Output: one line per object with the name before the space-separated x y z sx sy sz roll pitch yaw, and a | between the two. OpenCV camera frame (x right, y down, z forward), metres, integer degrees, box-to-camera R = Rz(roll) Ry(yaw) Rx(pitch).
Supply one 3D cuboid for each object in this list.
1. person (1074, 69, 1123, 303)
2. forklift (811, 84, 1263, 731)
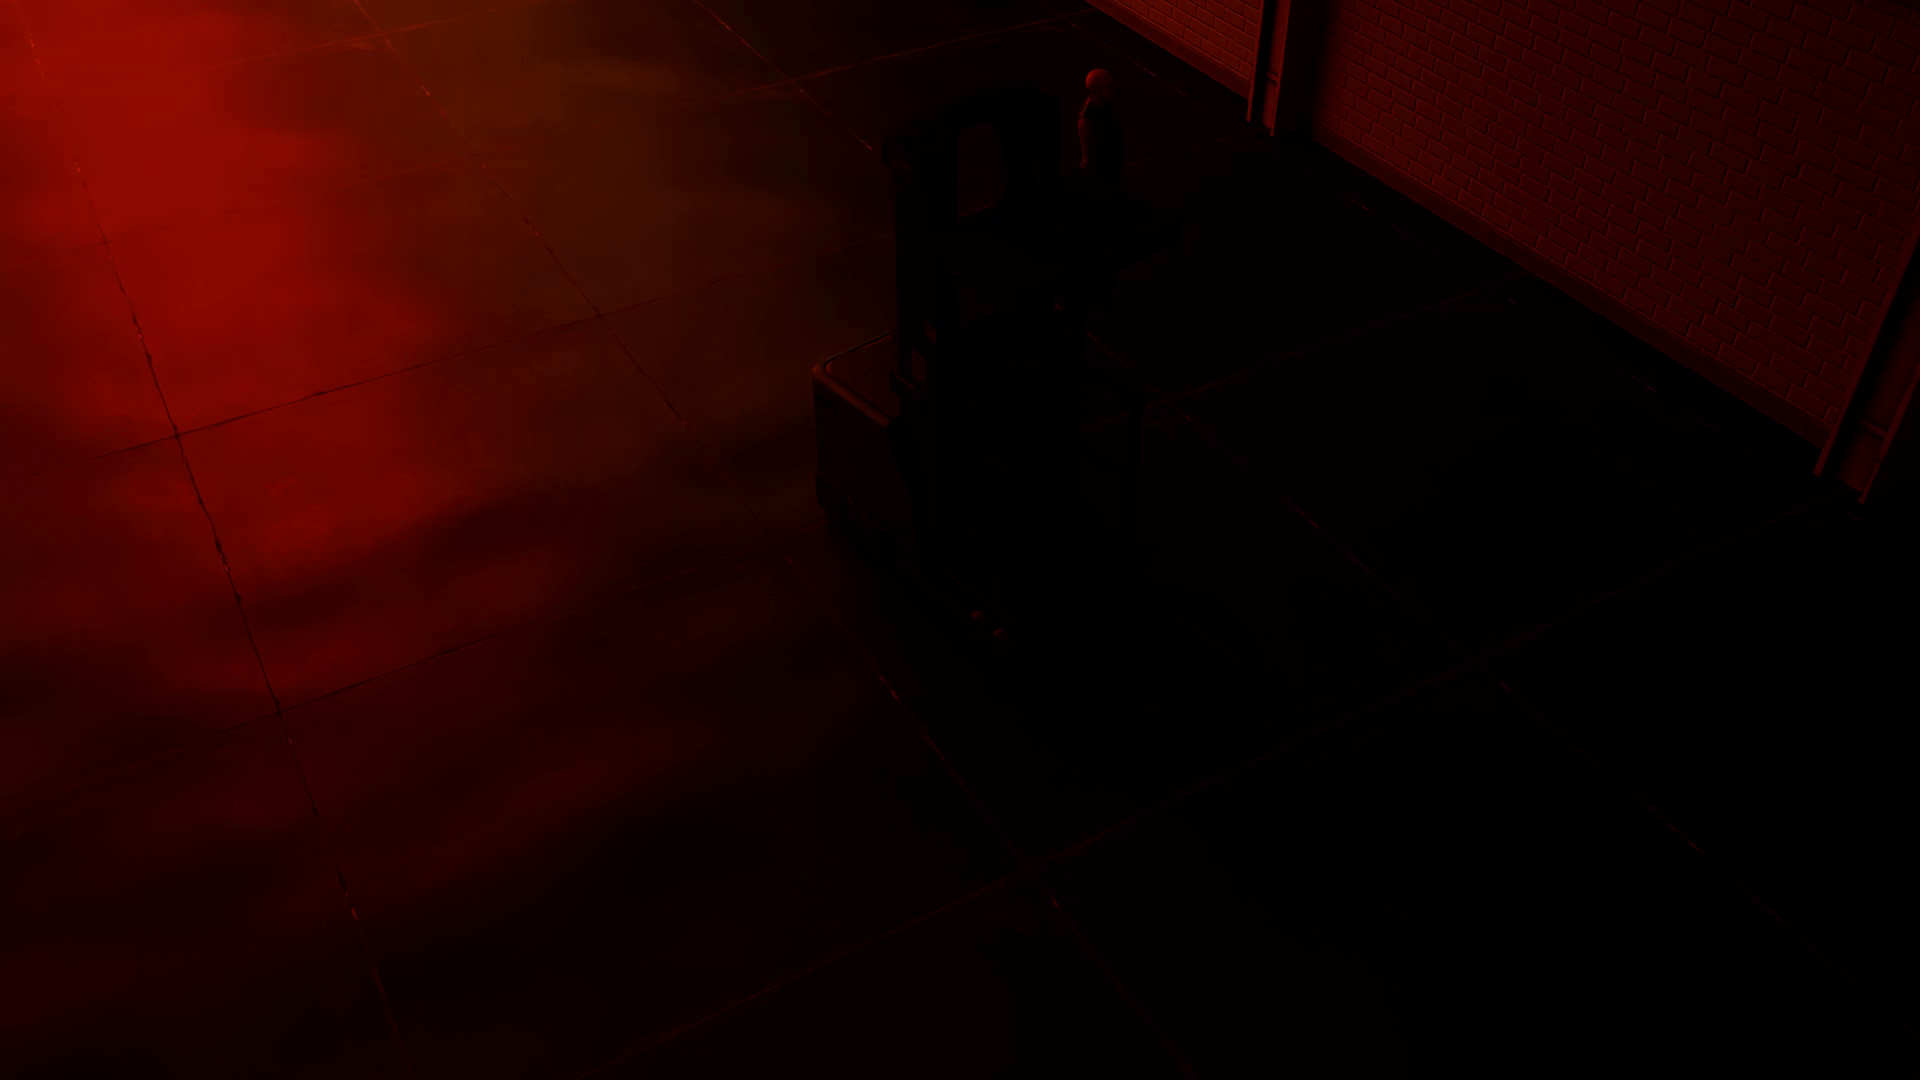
person | 1.000 -2.606 12.125 0.361 1.725 0.533 5 40 7
forklift | 0.428 -0.823 9.029 1.130 2.935 3.031 -29 47 -30
